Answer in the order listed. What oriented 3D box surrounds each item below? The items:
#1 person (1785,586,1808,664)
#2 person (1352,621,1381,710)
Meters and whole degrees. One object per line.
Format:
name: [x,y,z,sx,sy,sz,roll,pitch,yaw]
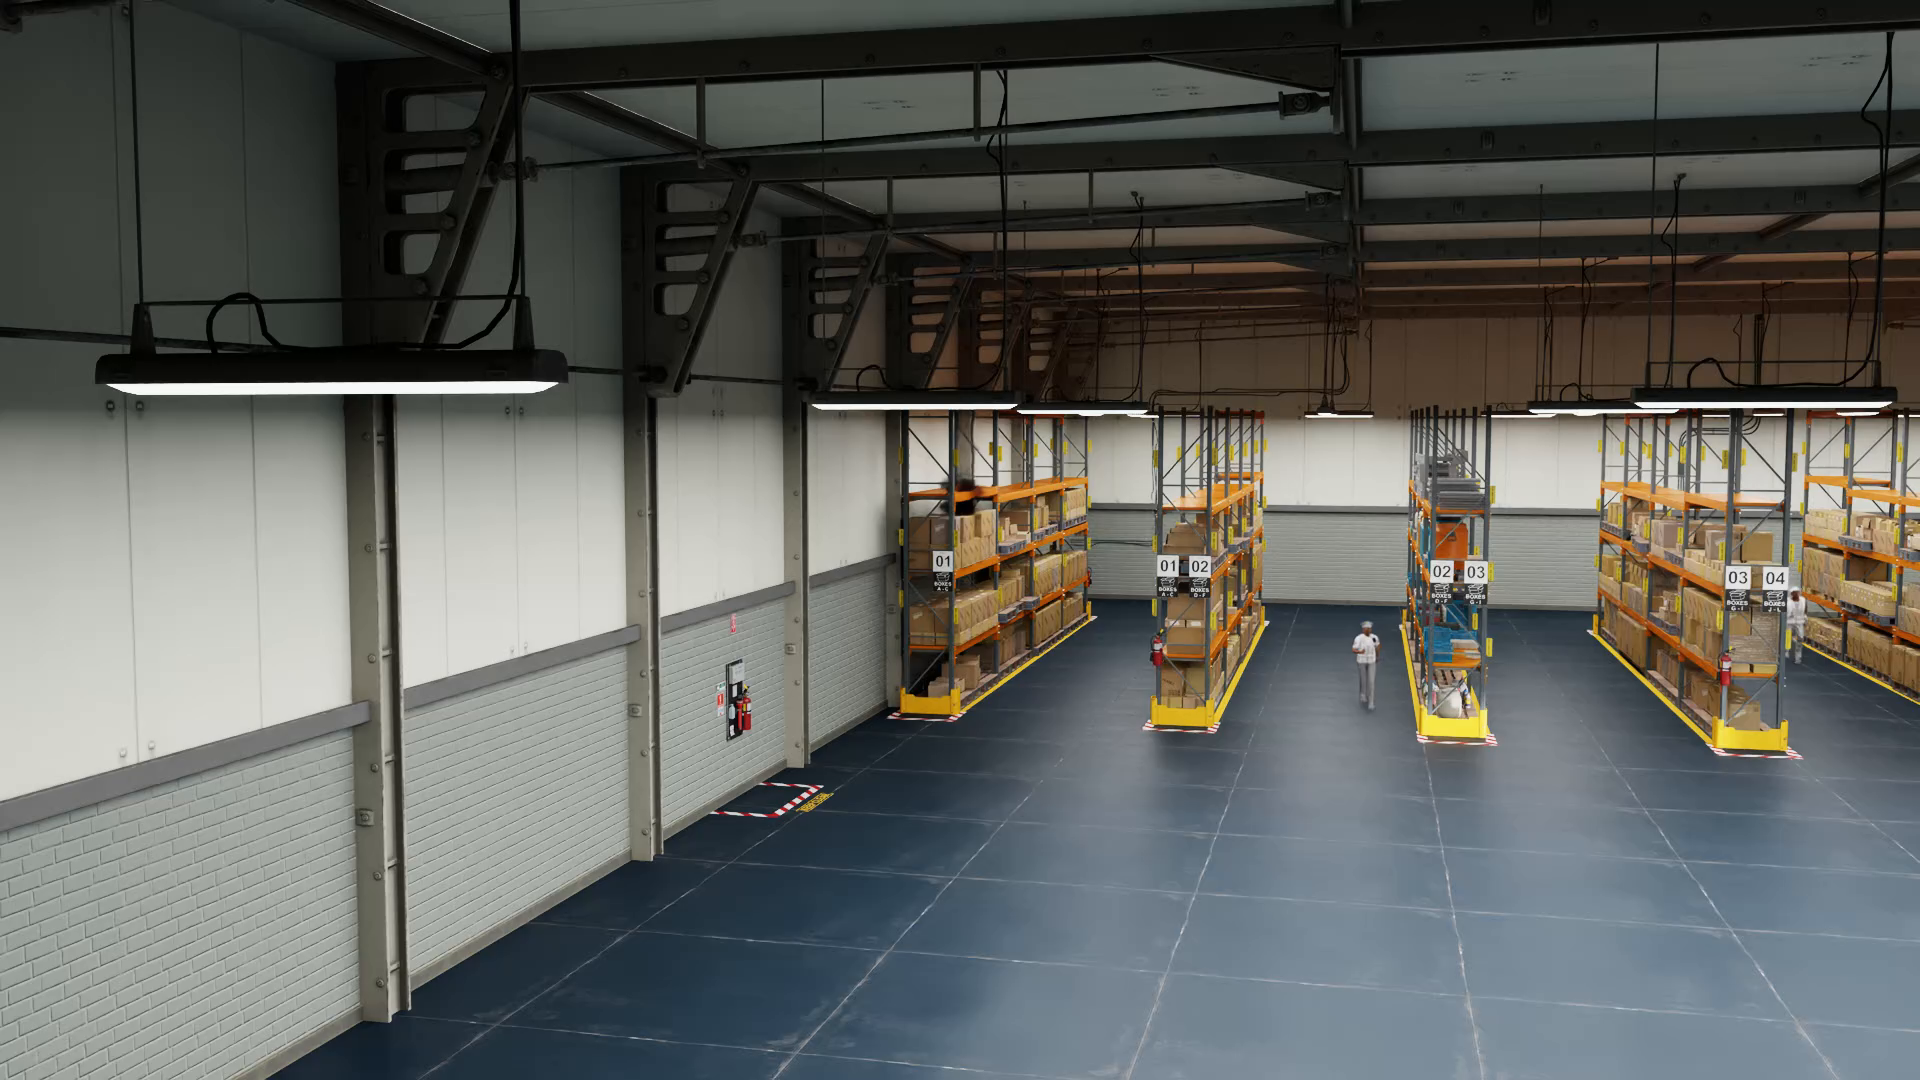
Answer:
person: [19.819,2.003,39.530,0.632,1.830,0.859,1,4,17]
person: [8.142,2.472,33.292,0.576,1.719,0.890,1,4,9]
